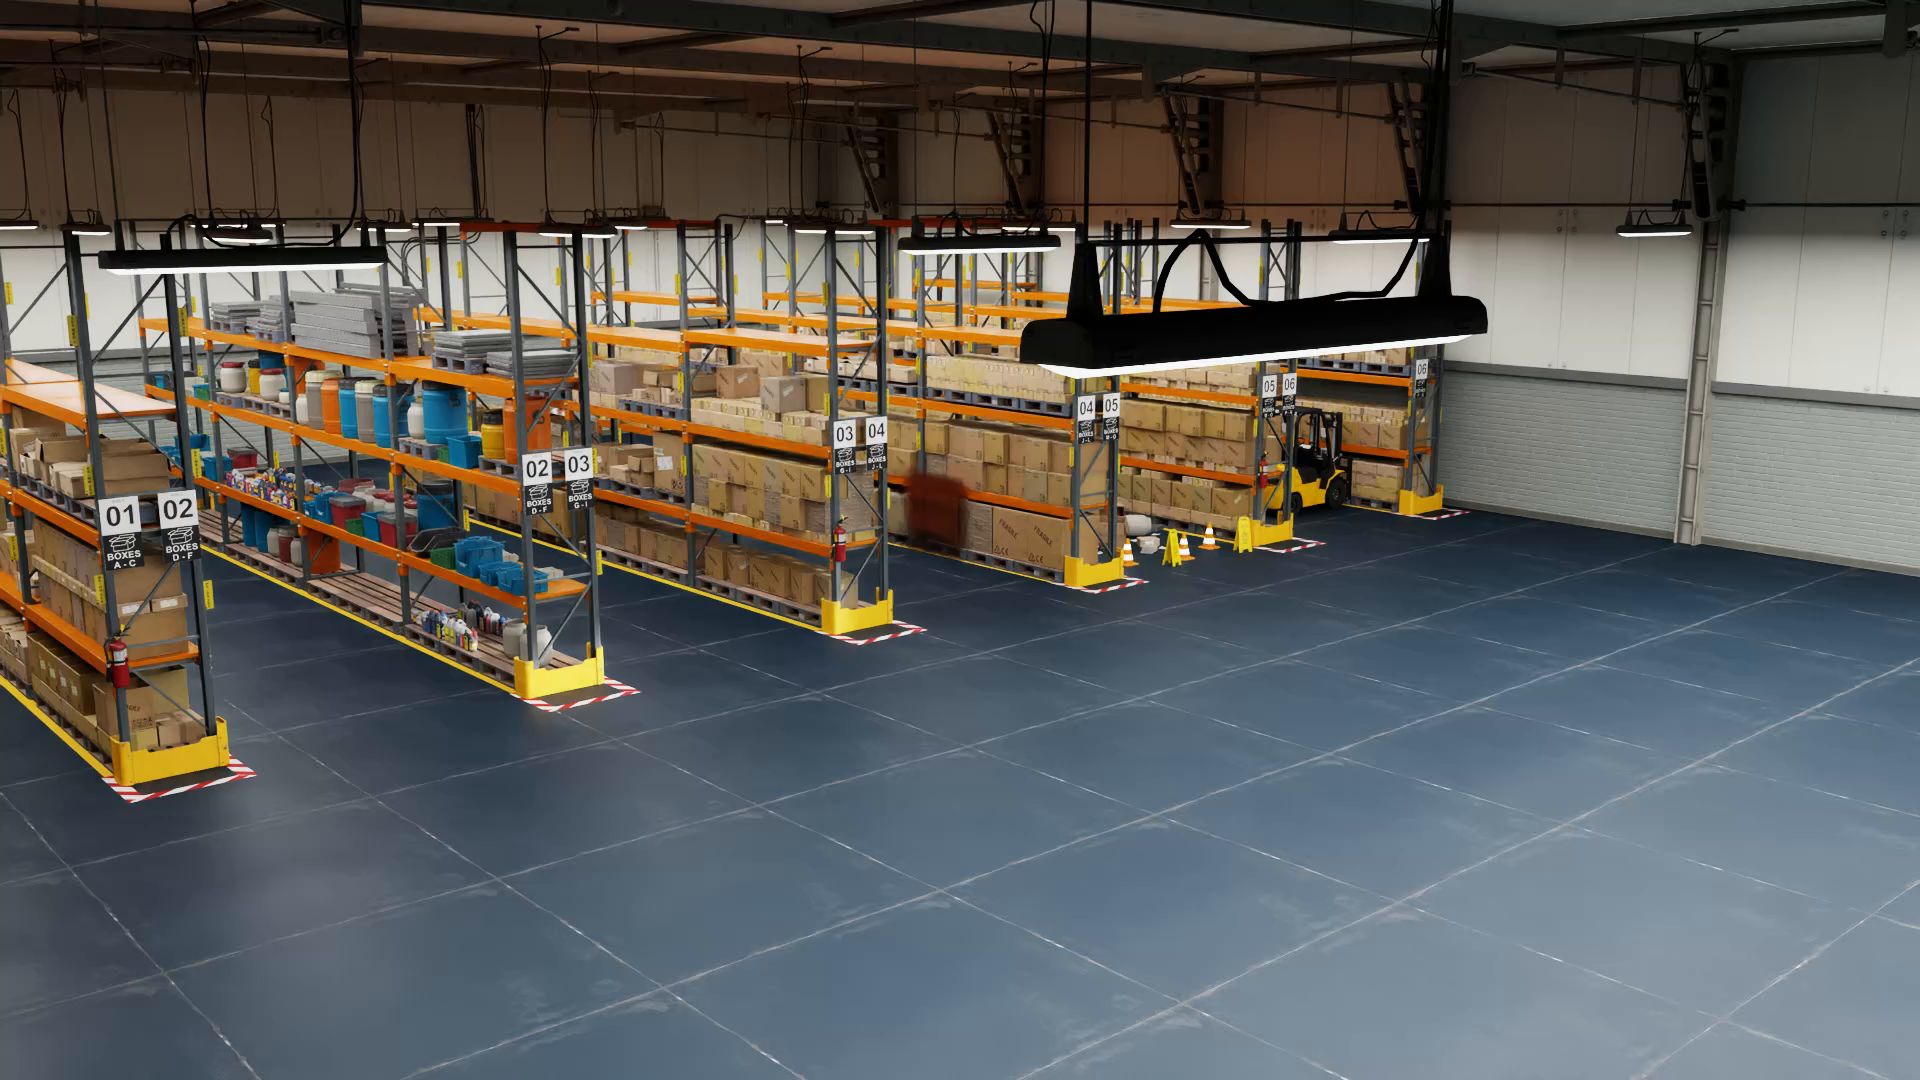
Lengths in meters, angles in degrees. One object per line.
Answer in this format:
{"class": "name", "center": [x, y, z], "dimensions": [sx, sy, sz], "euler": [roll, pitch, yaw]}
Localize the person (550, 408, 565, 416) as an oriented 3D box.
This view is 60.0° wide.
{"class": "person", "center": [-9.637, -2.585, 40.156], "dimensions": [0.525, 1.761, 0.850], "euler": [2, 12, 8]}
